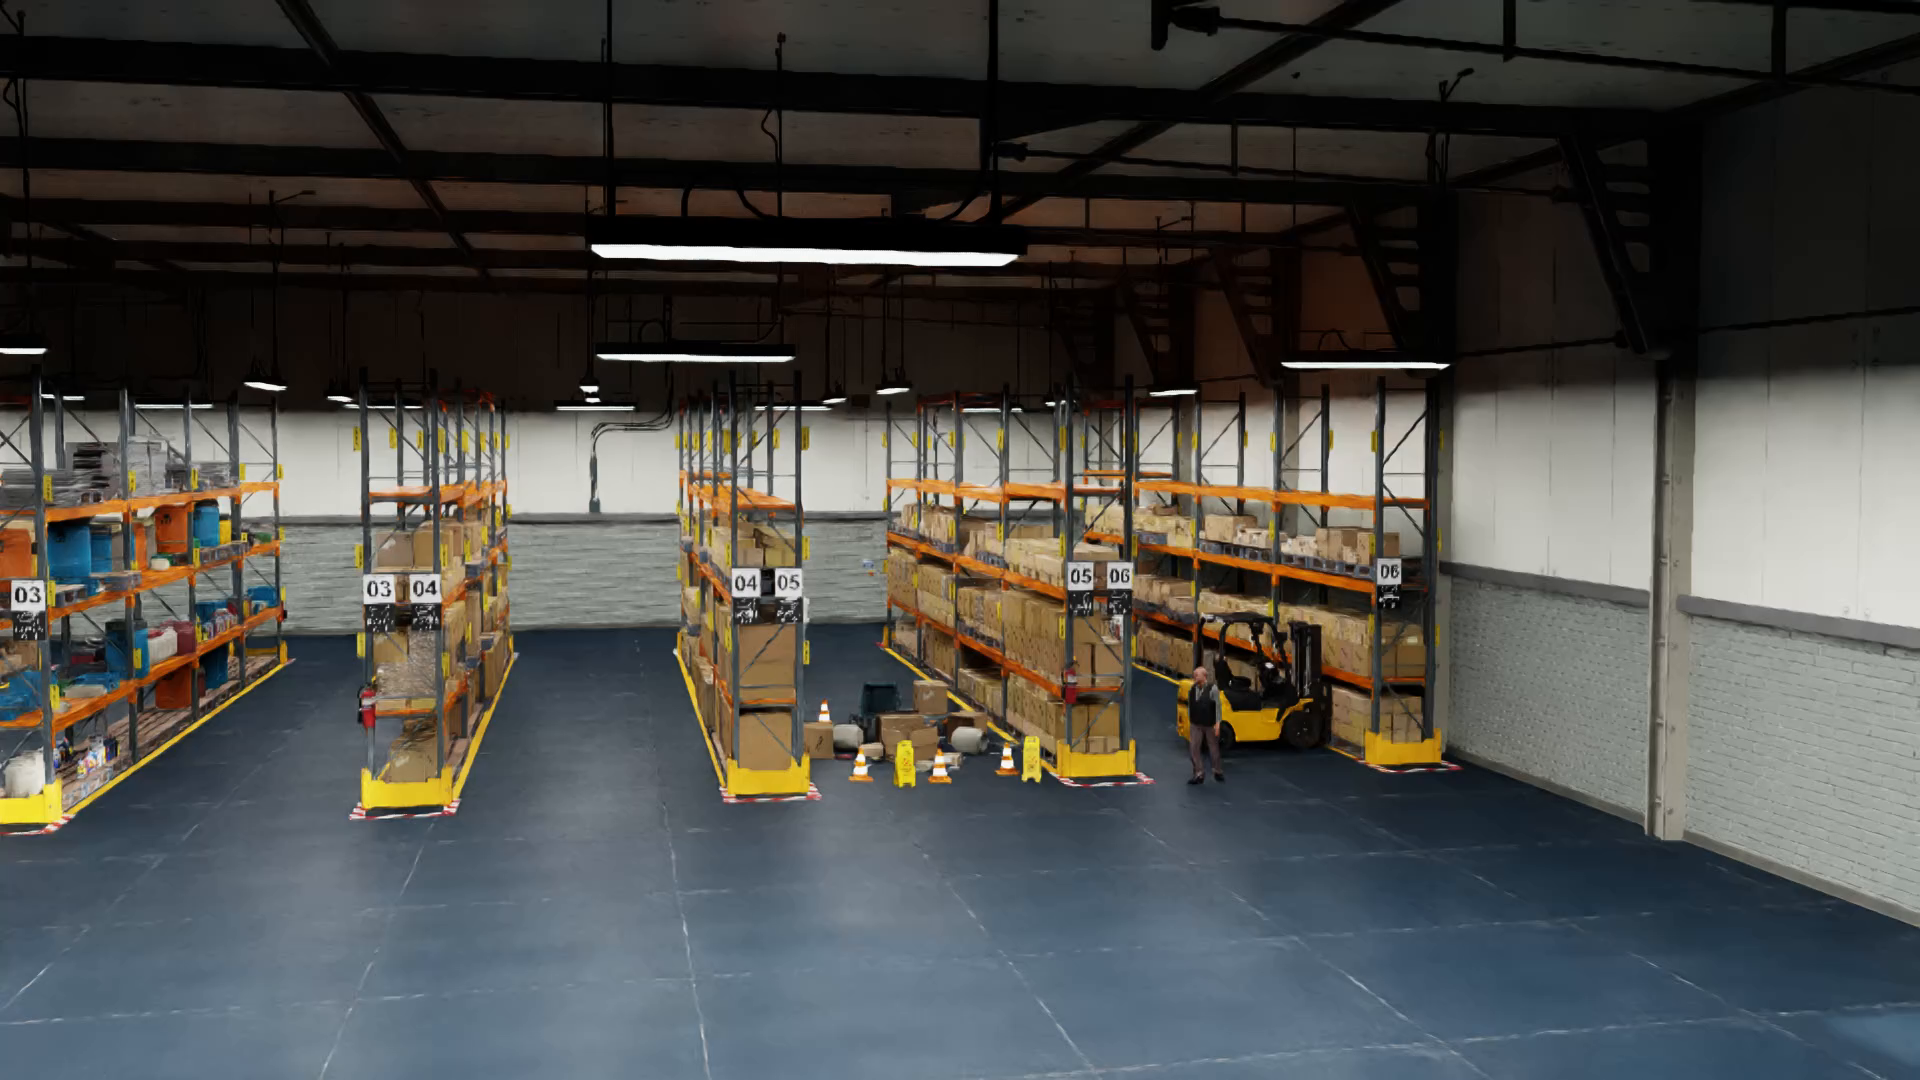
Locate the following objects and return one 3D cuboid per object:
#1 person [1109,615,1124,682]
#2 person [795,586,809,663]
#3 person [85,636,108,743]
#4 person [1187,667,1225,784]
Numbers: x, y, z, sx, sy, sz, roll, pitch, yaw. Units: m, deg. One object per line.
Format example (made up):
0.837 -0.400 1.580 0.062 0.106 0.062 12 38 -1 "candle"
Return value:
3.271 2.055 34.615 0.580 1.744 0.668 1 3 10 "person"
-3.636 1.879 37.425 0.576 1.764 0.664 1 4 15 "person"
-13.787 2.367 26.500 0.477 1.664 0.642 0 3 -1 "person"
3.598 2.702 24.396 0.560 1.712 0.588 2 4 34 "person"
